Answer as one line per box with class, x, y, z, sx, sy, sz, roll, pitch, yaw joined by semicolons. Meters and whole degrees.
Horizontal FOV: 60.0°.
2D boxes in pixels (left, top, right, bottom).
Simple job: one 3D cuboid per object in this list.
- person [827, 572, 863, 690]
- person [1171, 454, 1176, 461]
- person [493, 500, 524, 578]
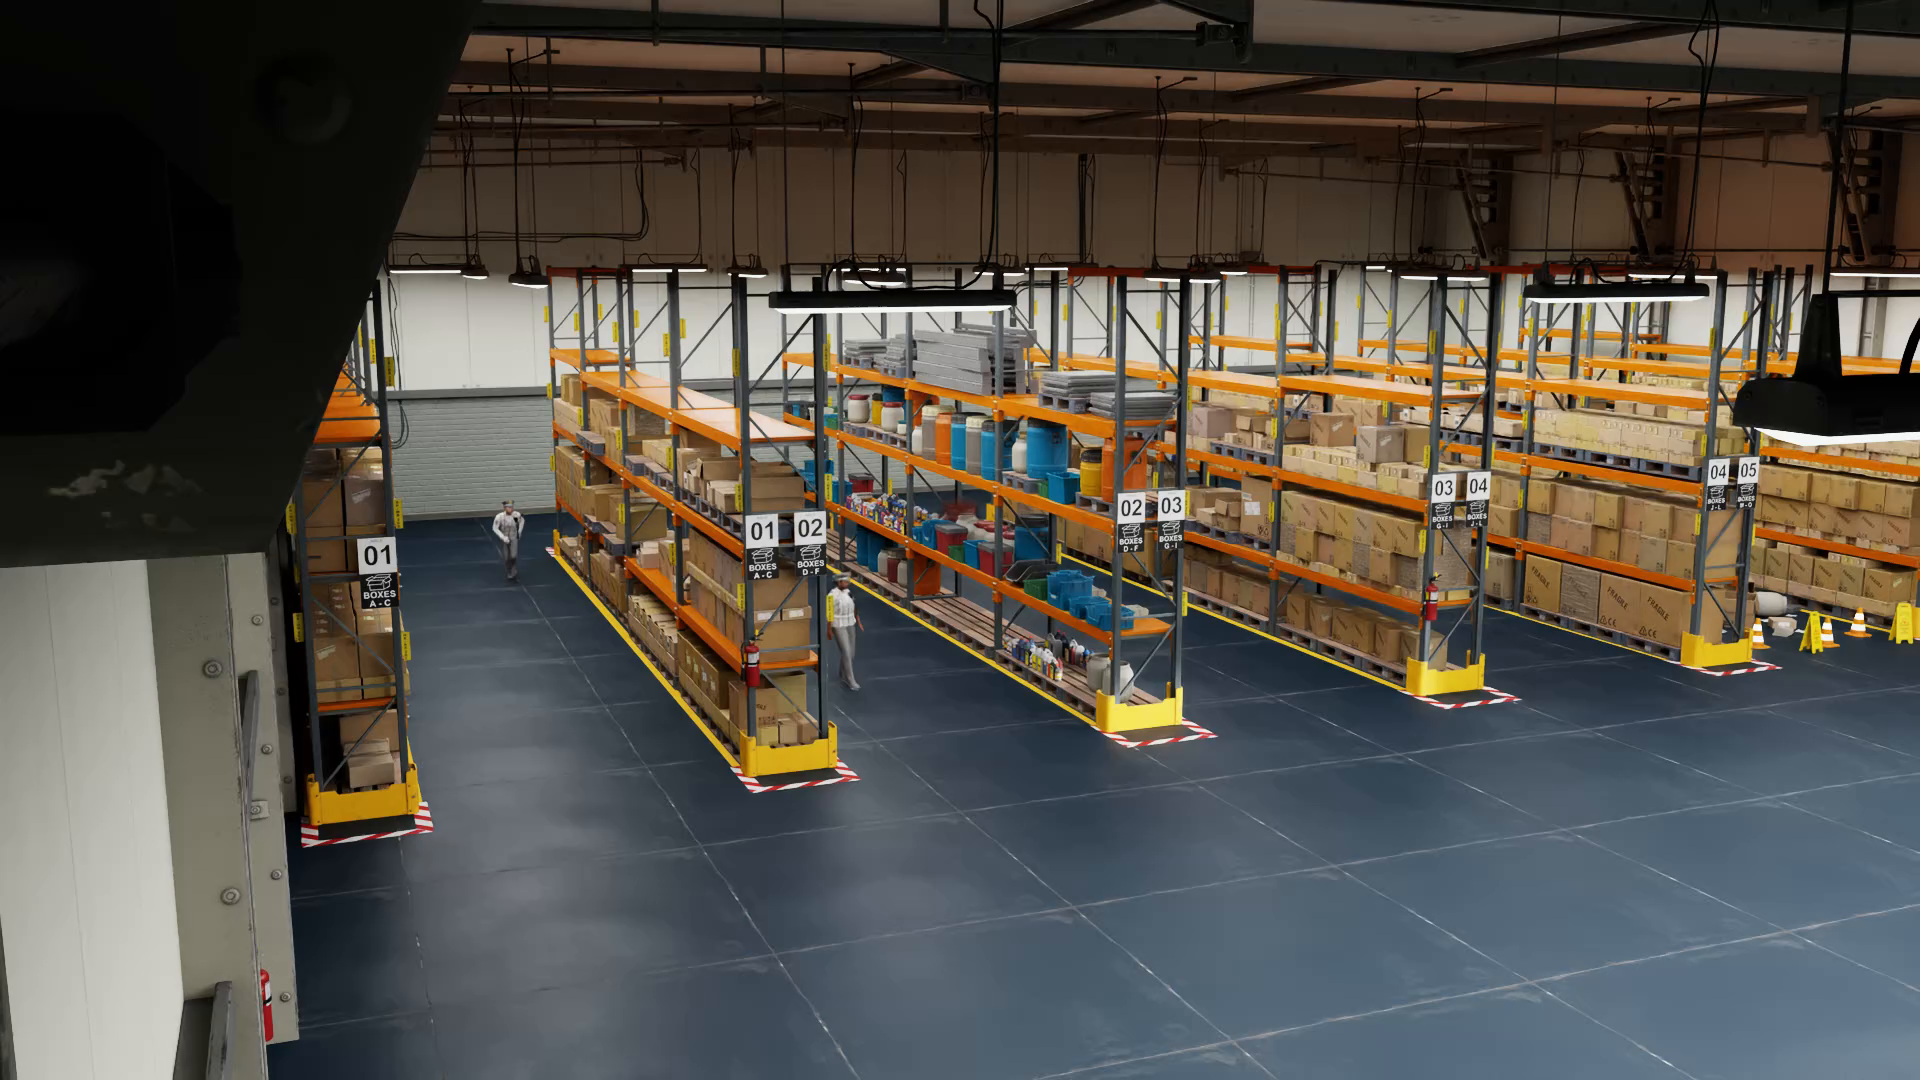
person;-1.623;1.313;24.448;0.719;1.665;0.473;9;13;42
person;5.572;-1.814;42.245;0.464;1.621;0.675;7;12;35
person;-8.731;-0.023;32.216;0.586;1.591;0.694;-2;10;-12
